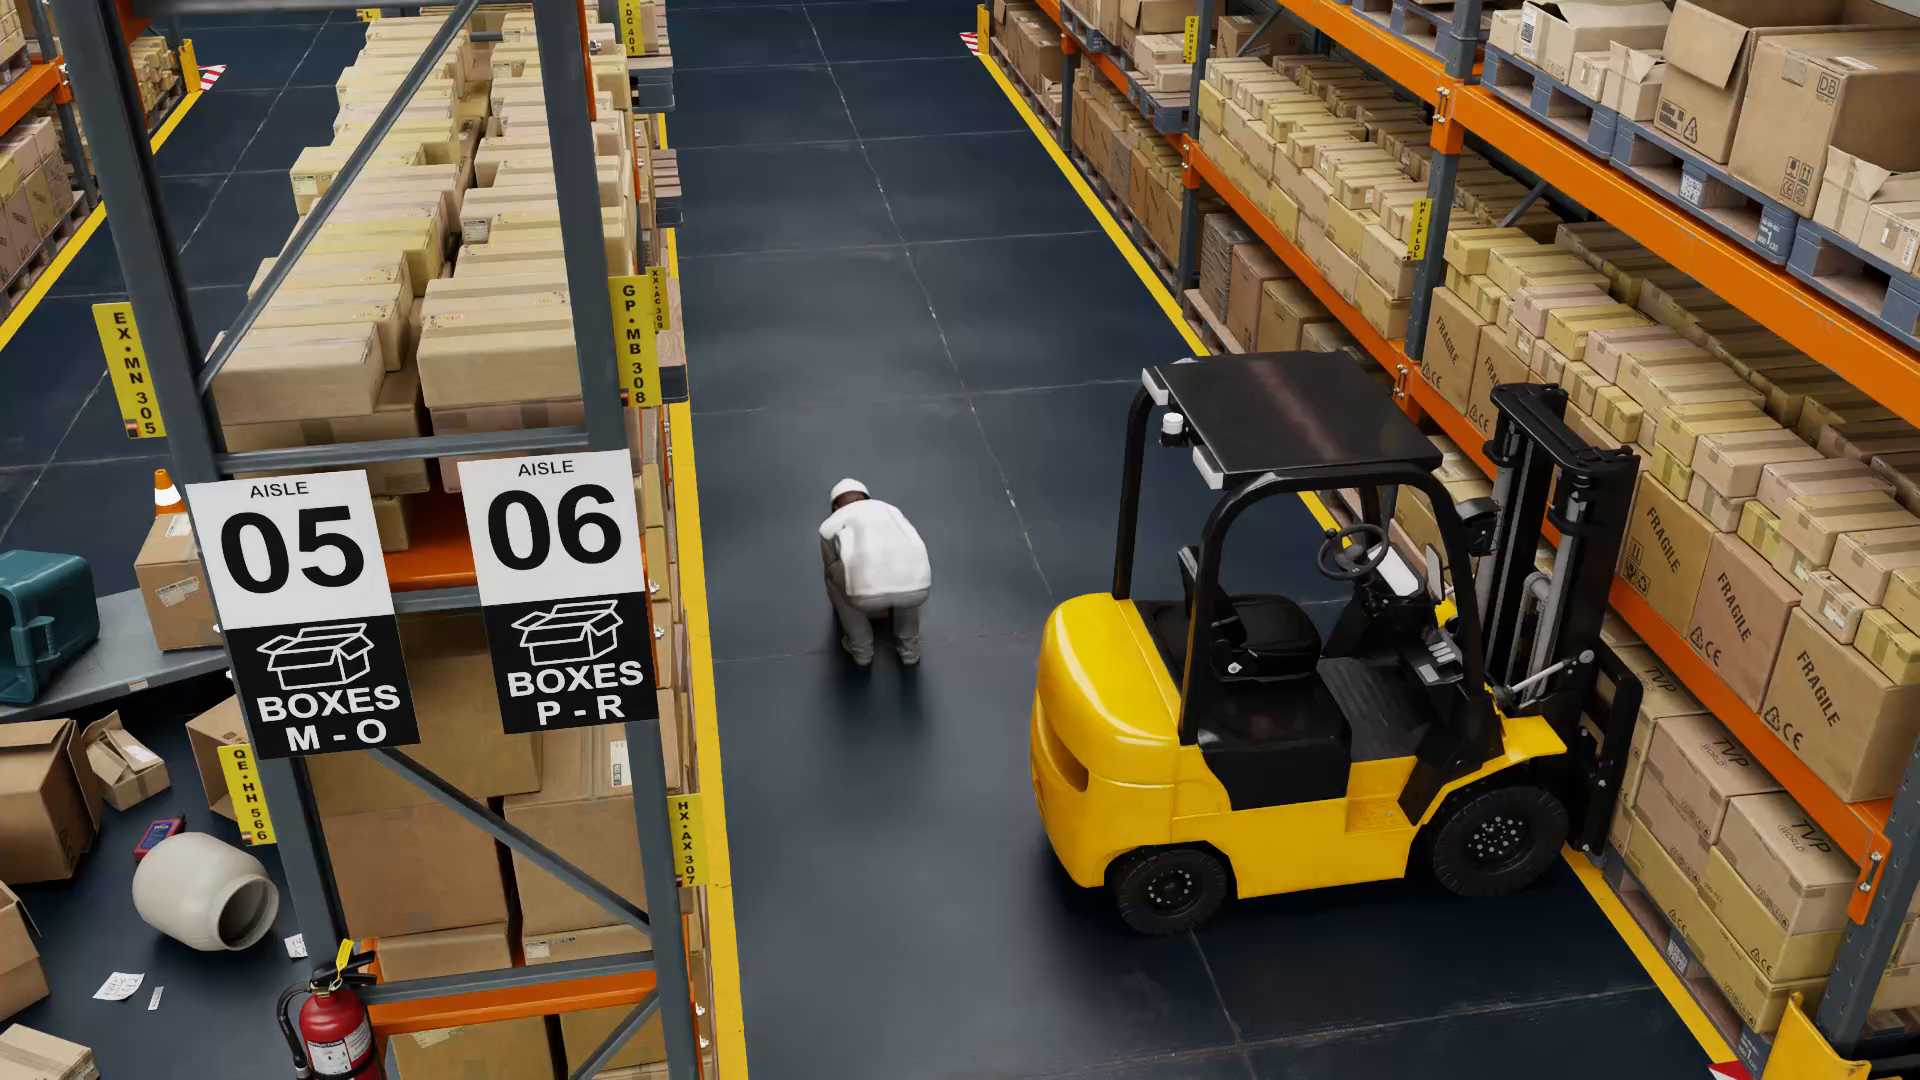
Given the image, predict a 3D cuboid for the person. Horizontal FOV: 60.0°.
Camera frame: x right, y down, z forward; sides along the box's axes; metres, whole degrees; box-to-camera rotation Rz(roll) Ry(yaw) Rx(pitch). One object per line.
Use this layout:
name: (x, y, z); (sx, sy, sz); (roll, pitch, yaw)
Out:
person: (-0.465, 0.179, 8.787); (0.502, 0.815, 0.999); (-8, 31, -13)
